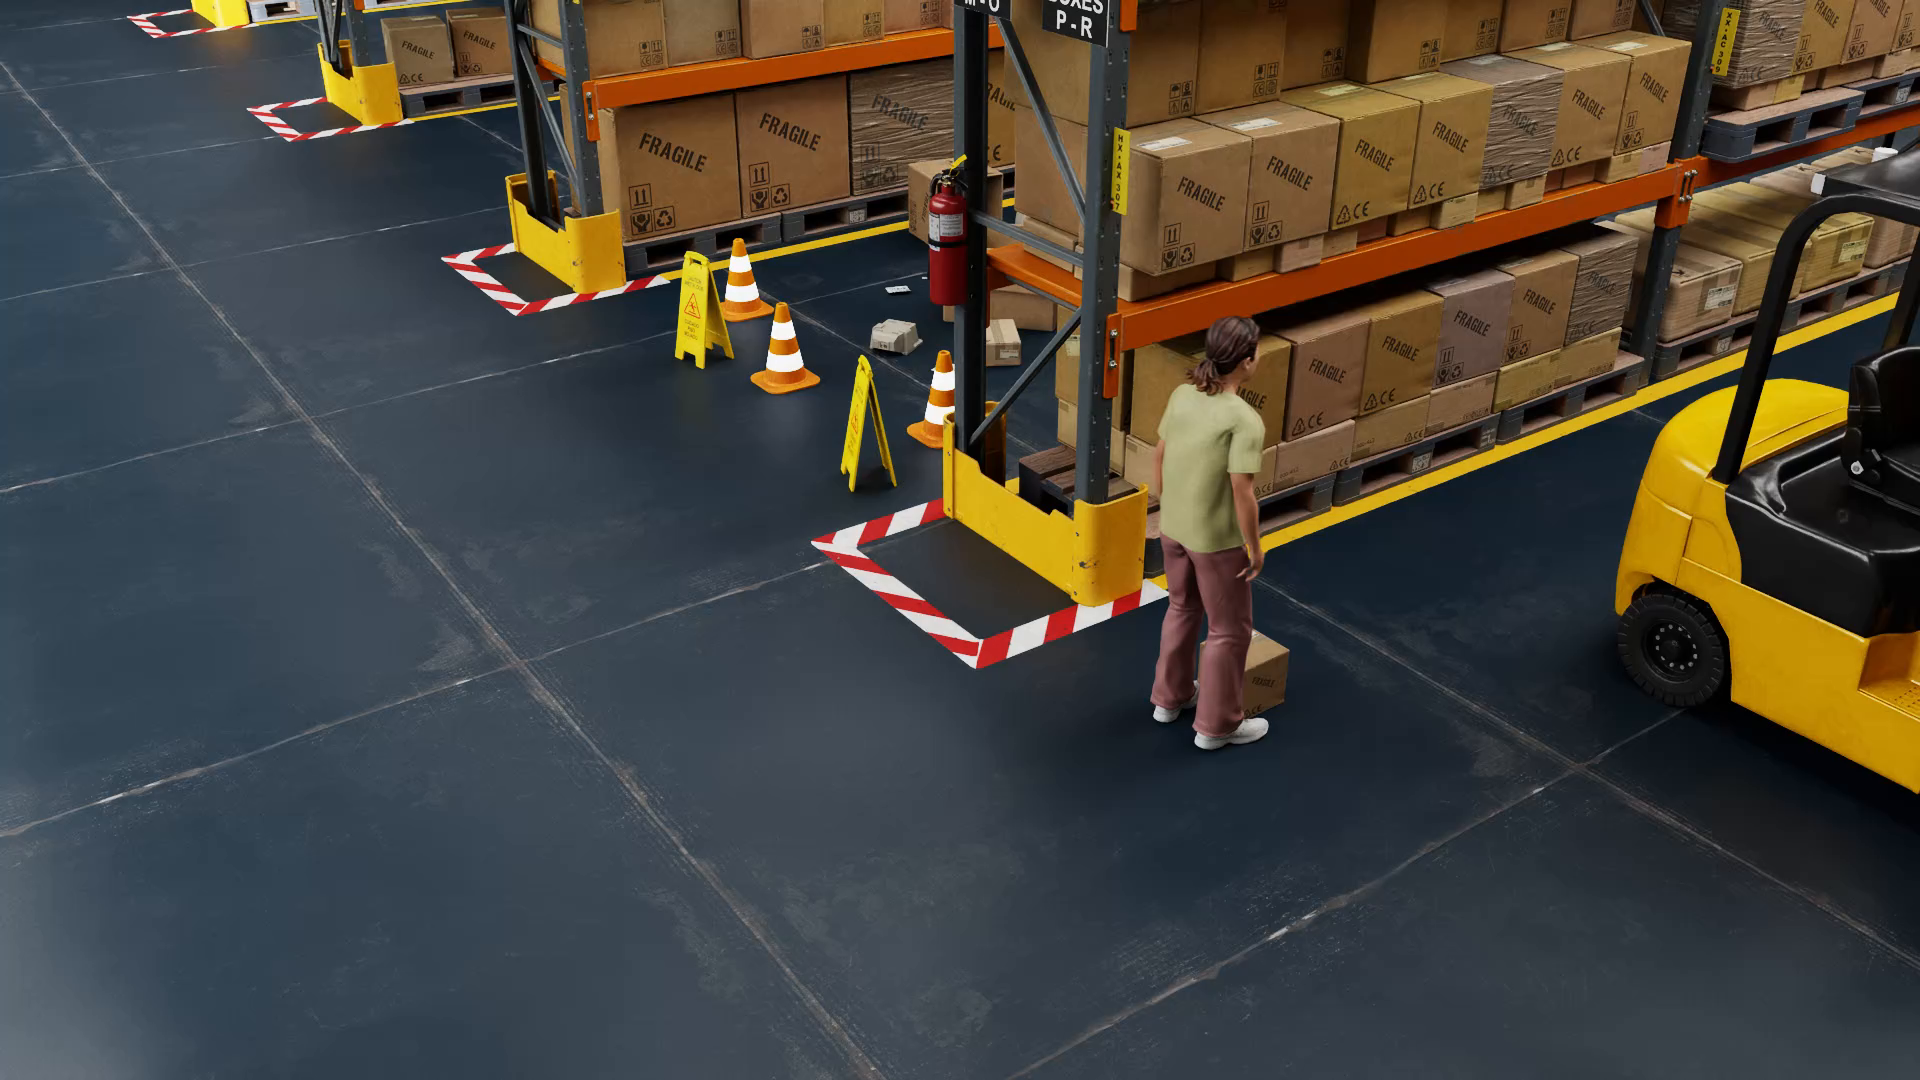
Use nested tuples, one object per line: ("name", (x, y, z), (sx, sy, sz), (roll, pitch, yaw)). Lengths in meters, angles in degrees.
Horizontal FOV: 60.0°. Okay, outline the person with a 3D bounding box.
("person", (0.932, -0.025, 6.171), (0.336, 1.672, 0.507), (-20, 34, -32))
